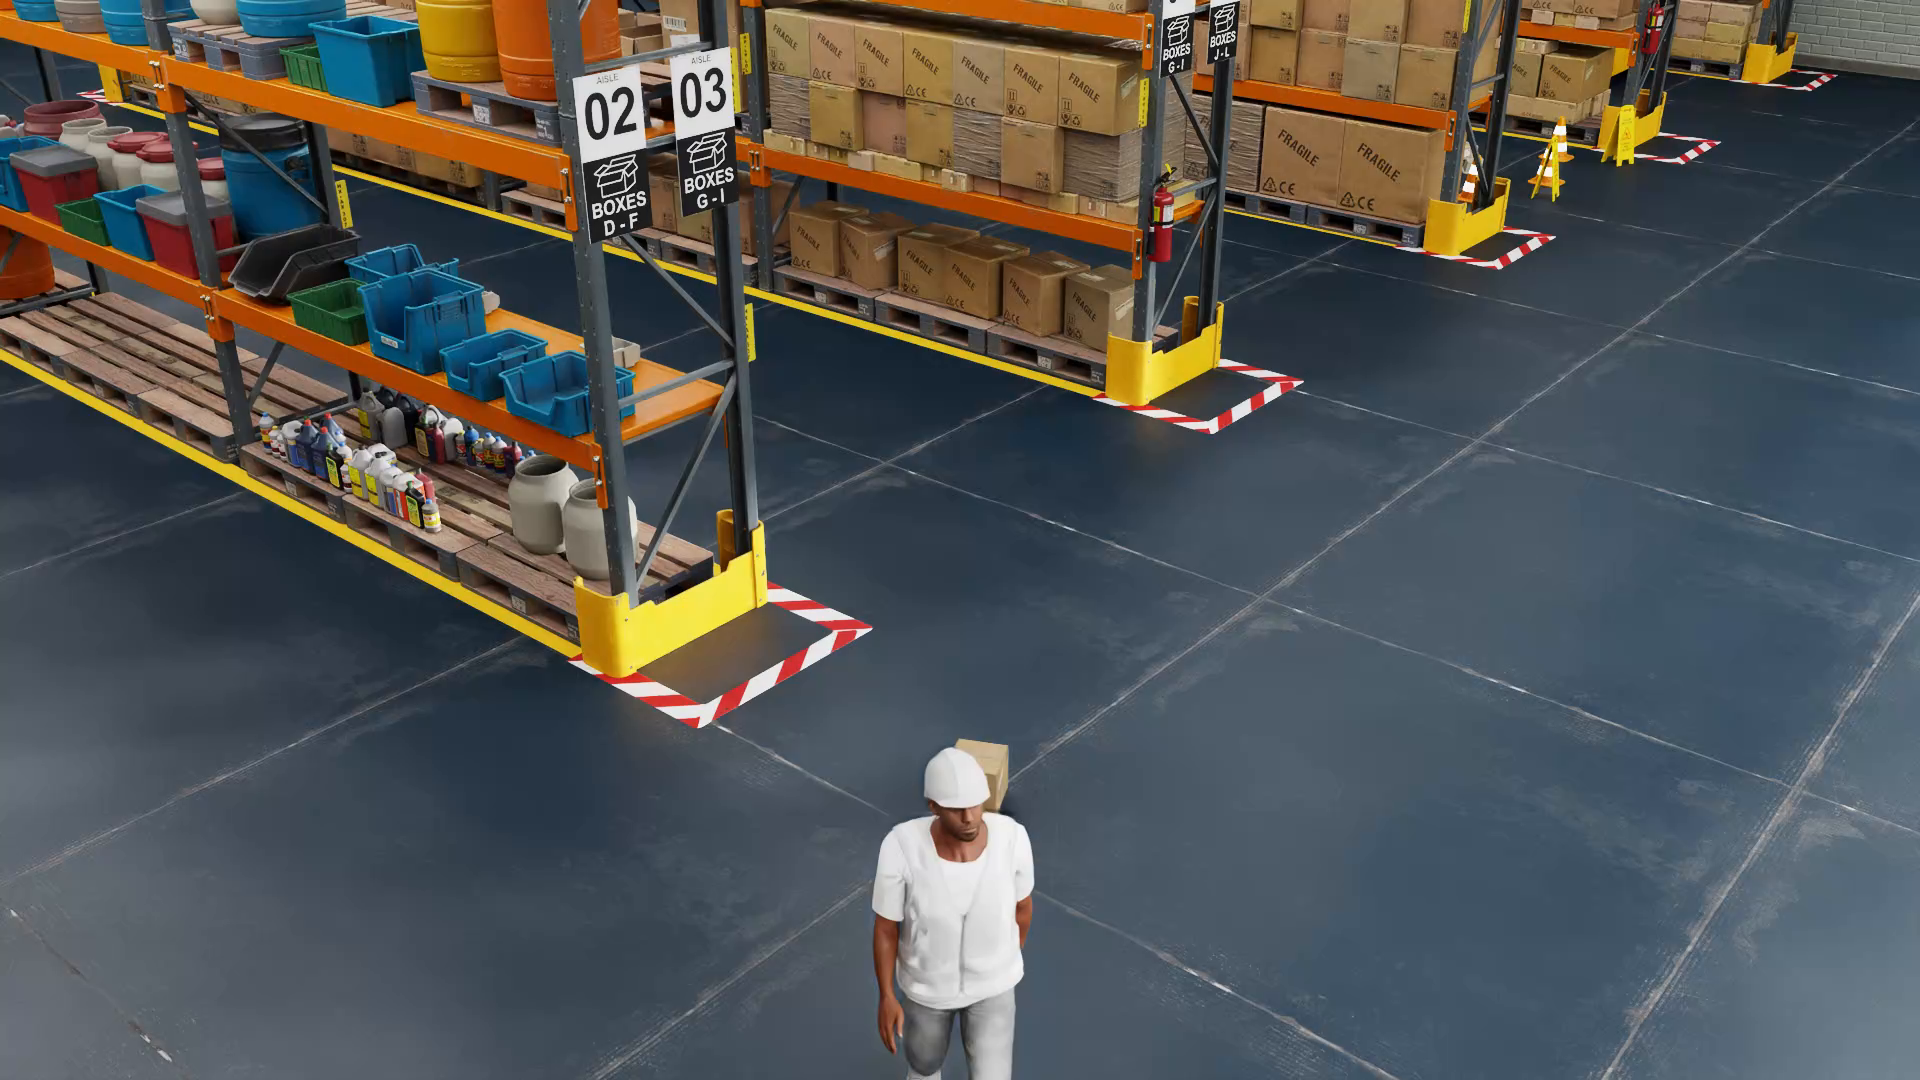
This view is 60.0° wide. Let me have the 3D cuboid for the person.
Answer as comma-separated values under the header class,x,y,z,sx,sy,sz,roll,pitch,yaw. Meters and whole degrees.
class,x,y,z,sx,sy,sz,roll,pitch,yaw
person,-0.016,1.484,5.701,0.557,1.727,0.962,-2,27,-4
